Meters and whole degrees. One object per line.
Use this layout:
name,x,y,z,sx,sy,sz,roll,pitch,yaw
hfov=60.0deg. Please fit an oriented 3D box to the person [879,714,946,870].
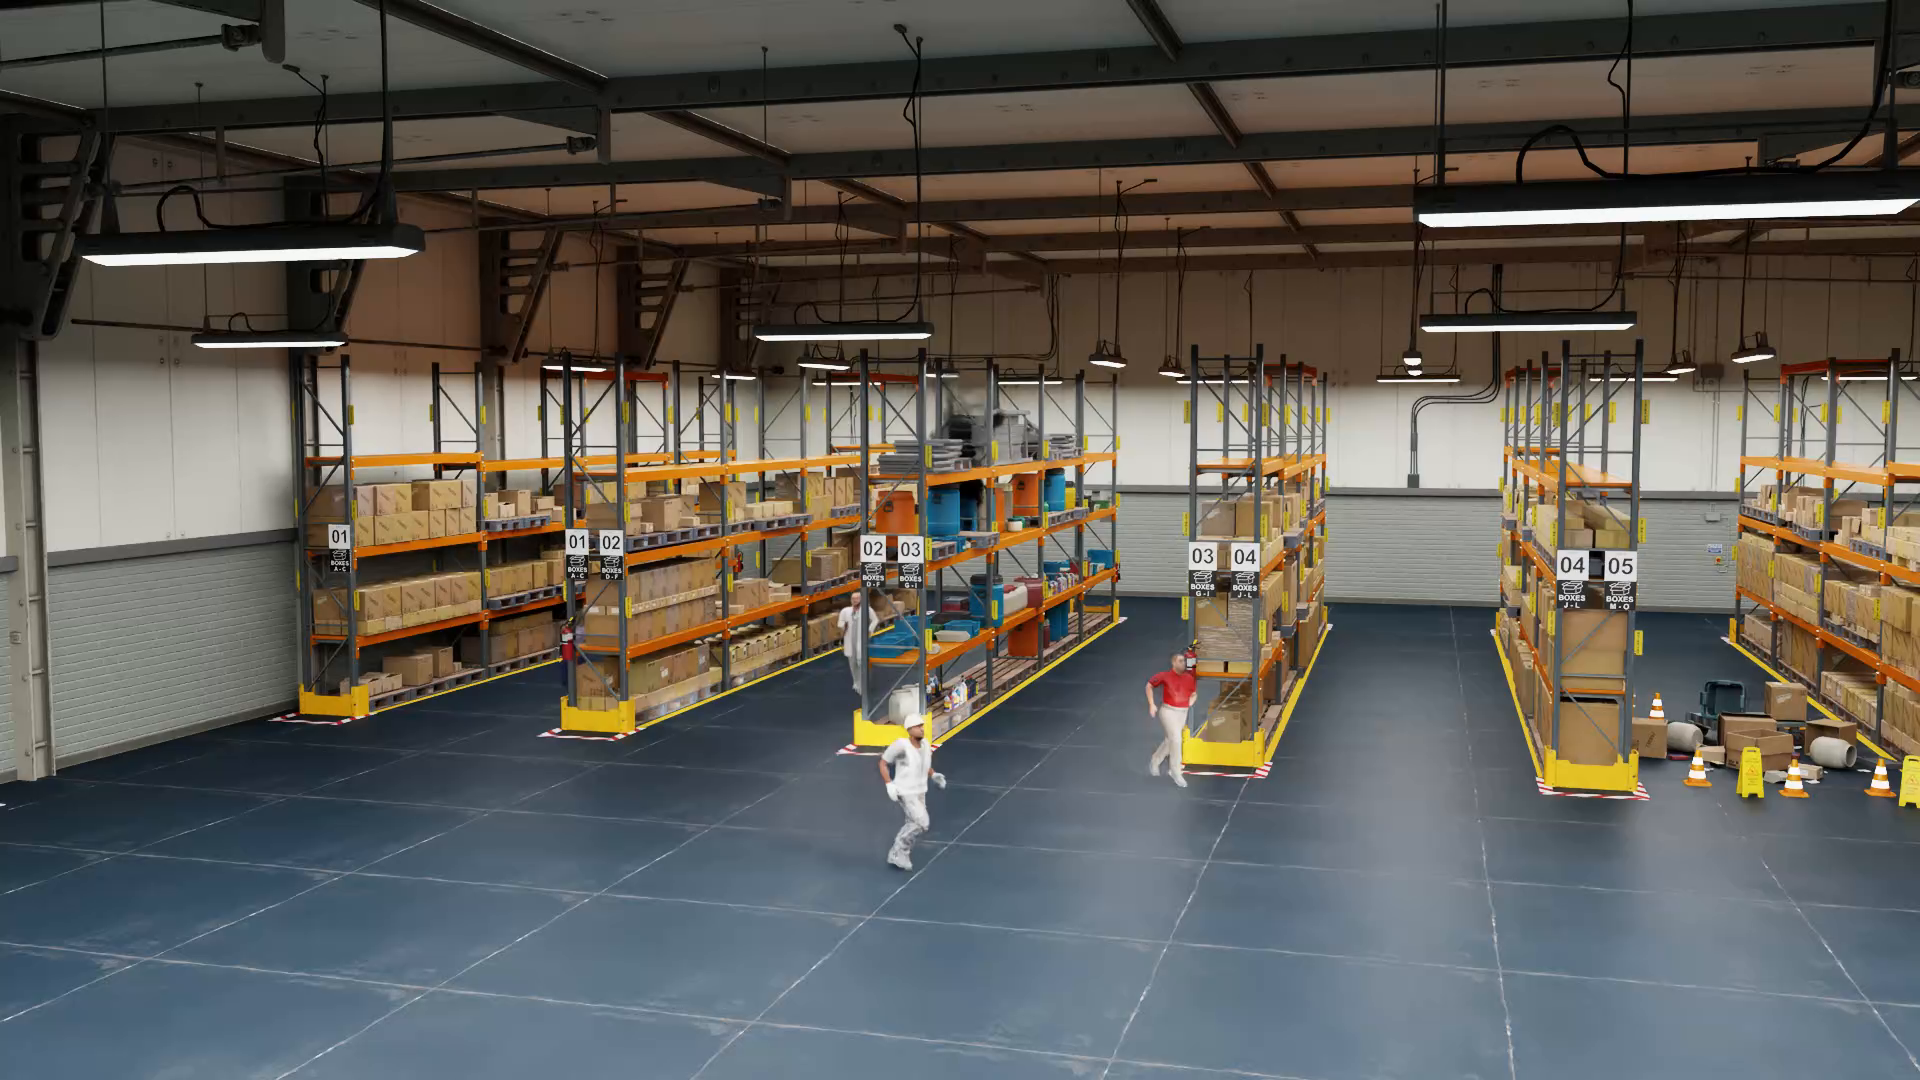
person,-0.516,2.761,18.238,0.738,1.721,0.609,3,5,35

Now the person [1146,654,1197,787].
person,2.980,2.437,22.792,0.670,1.727,0.853,-3,5,-32

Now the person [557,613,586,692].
person,-6.672,2.092,28.720,0.603,1.515,0.571,1,4,13

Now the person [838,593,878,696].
person,-1.841,1.843,29.541,0.688,1.814,0.755,1,4,9
